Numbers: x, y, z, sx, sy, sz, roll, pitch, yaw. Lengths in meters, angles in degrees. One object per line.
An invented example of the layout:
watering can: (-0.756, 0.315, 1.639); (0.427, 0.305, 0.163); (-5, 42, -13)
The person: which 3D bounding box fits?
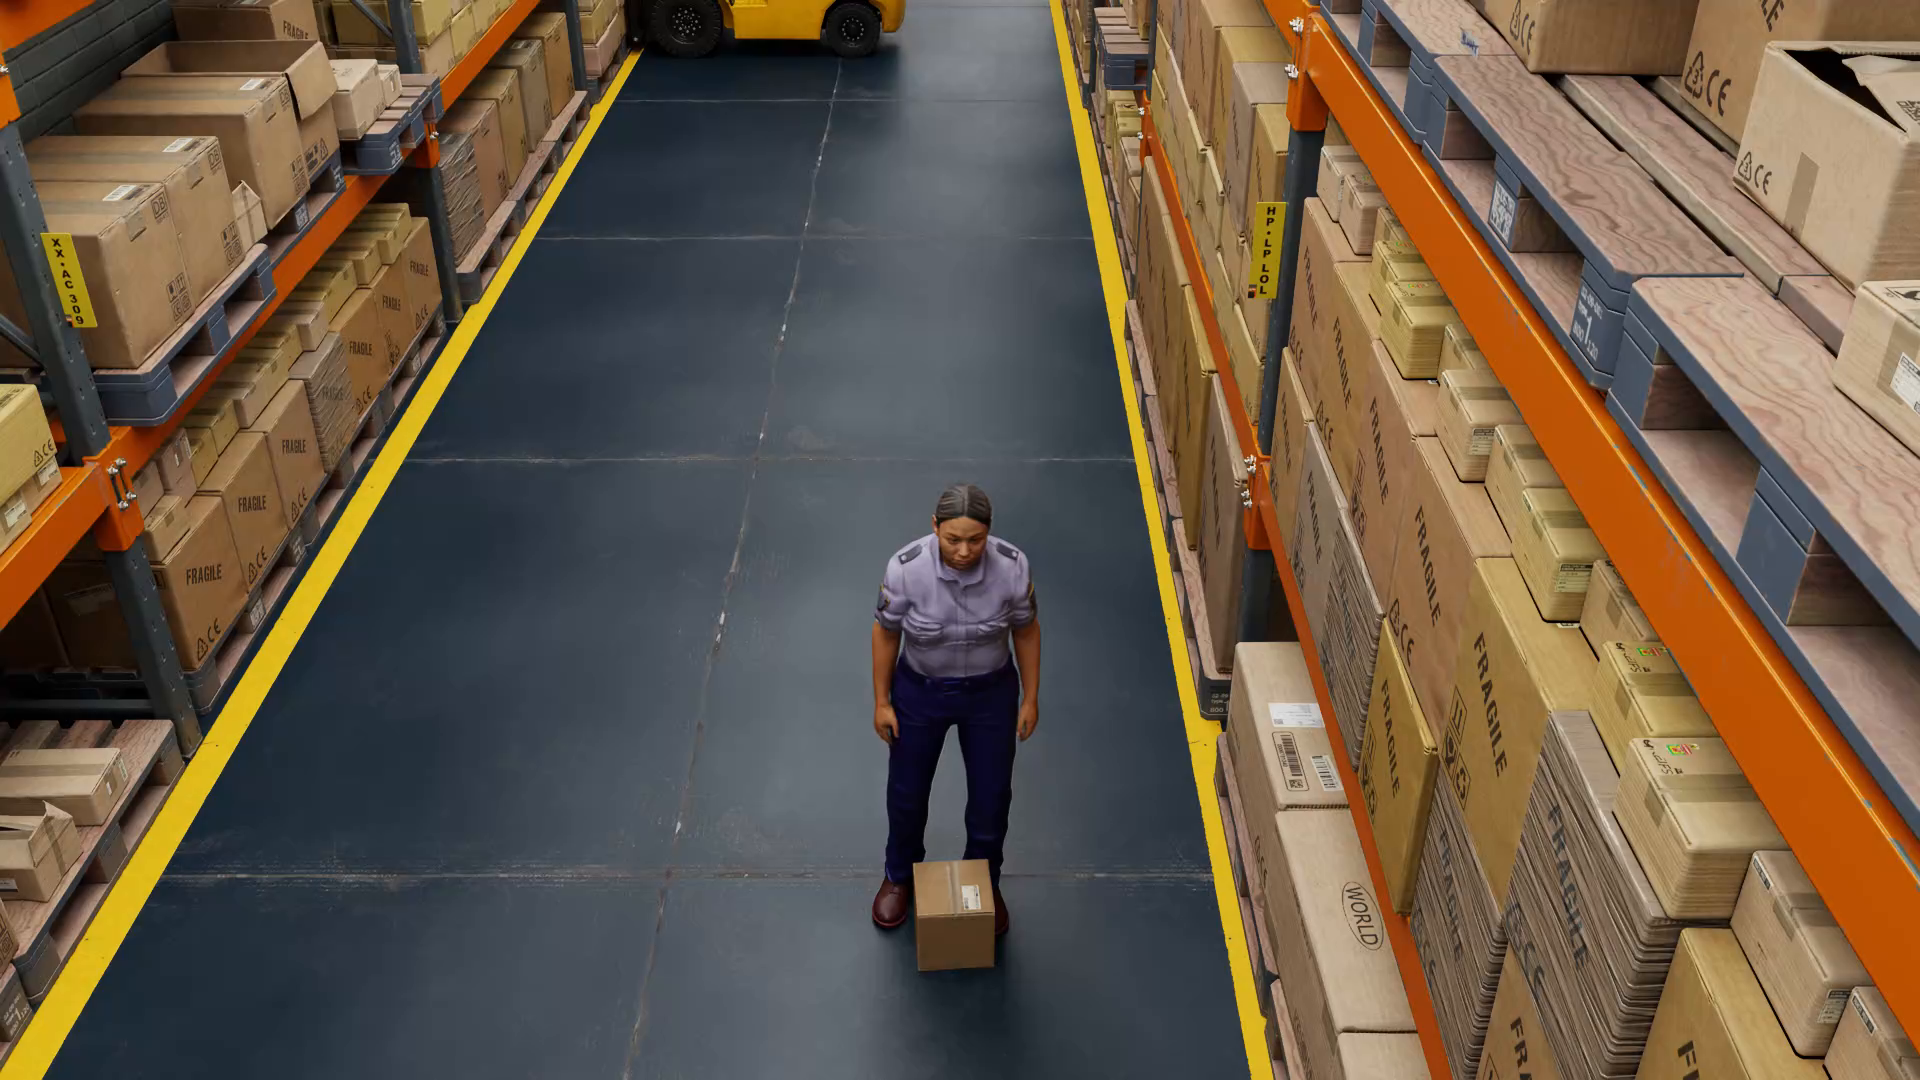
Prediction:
person: (-0.023, 0.534, 5.292); (0.559, 1.638, 0.417); (-1, 32, -2)
